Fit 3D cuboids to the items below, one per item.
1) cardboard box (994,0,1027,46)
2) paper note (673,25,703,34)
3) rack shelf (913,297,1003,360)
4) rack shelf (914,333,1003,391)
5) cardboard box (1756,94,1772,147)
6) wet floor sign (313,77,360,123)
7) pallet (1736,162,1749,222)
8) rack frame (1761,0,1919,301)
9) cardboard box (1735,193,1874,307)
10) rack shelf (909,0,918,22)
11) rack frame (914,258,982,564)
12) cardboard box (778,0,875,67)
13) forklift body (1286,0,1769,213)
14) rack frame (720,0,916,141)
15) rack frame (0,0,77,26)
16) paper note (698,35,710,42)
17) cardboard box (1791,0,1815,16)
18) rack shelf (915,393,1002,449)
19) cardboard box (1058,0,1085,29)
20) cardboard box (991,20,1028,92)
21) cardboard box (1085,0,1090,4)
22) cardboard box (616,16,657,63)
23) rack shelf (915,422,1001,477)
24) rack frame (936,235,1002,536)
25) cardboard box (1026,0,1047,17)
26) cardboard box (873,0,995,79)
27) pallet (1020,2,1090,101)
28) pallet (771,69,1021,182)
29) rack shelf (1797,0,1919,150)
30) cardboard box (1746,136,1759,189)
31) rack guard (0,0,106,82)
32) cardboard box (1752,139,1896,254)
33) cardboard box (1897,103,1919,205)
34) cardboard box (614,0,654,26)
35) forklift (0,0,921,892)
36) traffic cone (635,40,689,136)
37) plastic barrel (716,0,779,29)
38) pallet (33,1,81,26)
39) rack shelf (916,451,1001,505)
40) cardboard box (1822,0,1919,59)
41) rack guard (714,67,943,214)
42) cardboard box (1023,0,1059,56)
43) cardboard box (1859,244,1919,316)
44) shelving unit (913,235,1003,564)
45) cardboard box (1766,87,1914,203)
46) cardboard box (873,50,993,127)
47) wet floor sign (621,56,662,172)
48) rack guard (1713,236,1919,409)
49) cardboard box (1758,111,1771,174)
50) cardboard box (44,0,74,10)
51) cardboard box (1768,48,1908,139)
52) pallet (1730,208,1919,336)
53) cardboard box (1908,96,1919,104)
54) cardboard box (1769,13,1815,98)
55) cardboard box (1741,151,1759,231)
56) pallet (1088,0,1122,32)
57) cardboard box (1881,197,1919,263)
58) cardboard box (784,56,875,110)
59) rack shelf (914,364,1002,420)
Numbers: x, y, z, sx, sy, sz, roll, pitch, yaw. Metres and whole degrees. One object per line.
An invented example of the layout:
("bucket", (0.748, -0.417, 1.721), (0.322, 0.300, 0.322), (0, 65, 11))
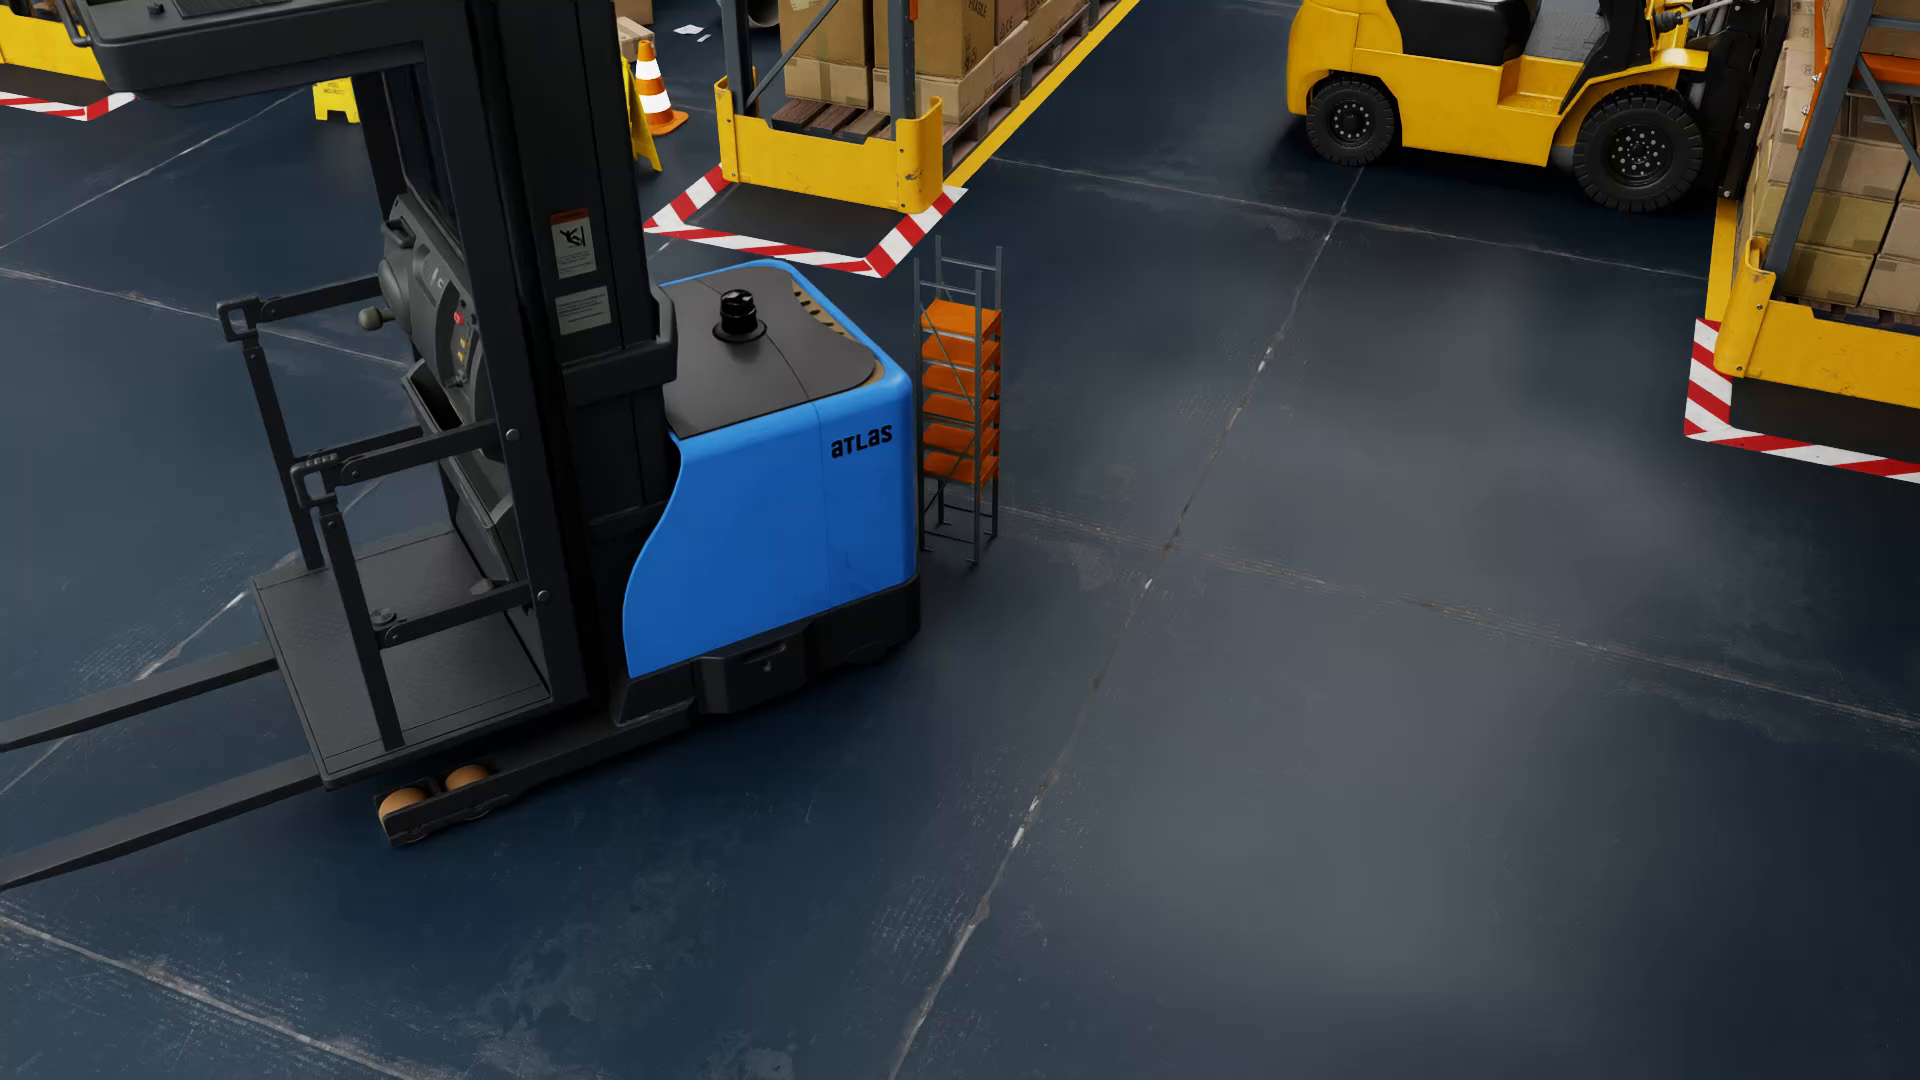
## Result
("cardboard box", (0.061, -3.090, 9.198), (0.500, 0.500, 0.500), (12, 39, 16))
("paper note", (-1.724, -3.254, 10.588), (0.148, 0.019, 0.142), (29, 45, 33))
("rack shelf", (-0.005, -0.725, 5.691), (0.258, 0.103, 0.180), (14, 39, 18))
("rack shelf", (-0.005, -0.629, 5.763), (0.258, 0.103, 0.180), (14, 39, 18))
("cardboard box", (4.161, -2.080, 8.056), (0.500, 0.250, 0.500), (13, 39, 17))
("wet floor sign", (-3.501, -2.697, 9.319), (0.267, 0.644, 0.232), (7, 37, 10))
("pallet", (4.605, -1.896, 8.610), (1.003, 0.211, 1.213), (14, 39, 18))
("rack frame", (3.887, -1.907, 6.296), (1.000, 3.000, 0.127), (14, 39, 18))
("cardboard box", (3.774, -1.306, 7.437), (0.500, 0.250, 0.500), (14, 39, 18))
("rack shelf", (0.056, -3.855, 9.502), (1.077, 0.370, 4.000), (14, 39, 18))
("rack frame", (-0.040, -0.422, 5.812), (0.240, 1.200, 0.006), (14, 39, 18))
("cardboard box", (-0.641, -2.906, 8.951), (0.500, 0.500, 0.500), (14, 39, 18))
("forklift body", (2.921, -3.032, 8.510), (2.313, 2.155, 1.214), (14, 39, 18))
("rack frame", (-0.705, -3.035, 7.806), (1.000, 3.000, 0.127), (14, 39, 18))
("rack frame", (-5.321, -4.107, 9.239), (1.000, 3.000, 0.127), (14, 39, 18))
("paper note", (-1.612, -3.162, 10.472), (0.032, 0.001, 0.123), (14, 39, 18))
("cardboard box", (4.345, -2.545, 8.260), (0.500, 0.250, 0.500), (13, 39, 17))
("rack shelf", (-0.005, -0.437, 5.907), (0.258, 0.103, 0.180), (14, 39, 18))
("cardboard box", (0.450, -3.351, 10.173), (0.500, 0.250, 0.500), (14, 39, 18))
("cardboard box", (0.059, -2.767, 9.392), (0.500, 0.250, 0.500), (15, 39, 19))
("cardboard box", (0.647, -3.631, 10.549), (0.500, 0.250, 0.500), (13, 39, 17))
("cardboard box", (-2.074, -3.079, 10.245), (0.250, 0.149, 0.380), (-25, 43, -29))
("rack shelf", (-0.006, -0.341, 5.979), (0.258, 0.103, 0.180), (14, 39, 18))
("rack frame", (0.029, -0.523, 5.948), (0.240, 1.200, 0.006), (14, 39, 18))
("cardboard box", (0.260, -3.366, 9.567), (0.500, 0.500, 0.500), (15, 39, 19))
("cardboard box", (-0.134, -2.800, 8.810), (0.500, 0.500, 0.500), (13, 39, 16))
("pallet", (0.132, -3.075, 10.188), (1.003, 0.211, 1.213), (14, 39, 18))
("pallet", (-0.334, -2.402, 9.288), (1.003, 0.211, 1.213), (14, 39, 18))
("rack shelf", (4.648, -2.726, 7.992), (1.077, 0.370, 4.000), (14, 39, 18))
("cardboard box", (4.170, -1.854, 8.171), (0.500, 0.250, 0.500), (14, 39, 18))
("rack guard", (-5.330, -3.093, 9.970), (1.175, 0.500, 0.348), (14, 39, 18))
("cardboard box", (3.783, -1.515, 7.299), (0.500, 0.250, 0.500), (13, 39, 17))
("cardboard box", (4.245, -1.597, 6.992), (0.500, 0.250, 0.500), (13, 39, 17))
("cardboard box", (-2.378, -3.585, 10.626), (0.797, 0.503, 0.637), (-11, 38, -14))
("forklift", (-1.668, -0.623, 4.635), (3.031, 2.935, 1.130), (-19, 41, -24))
("traffic cone", (-1.734, -2.551, 9.277), (0.336, 0.463, 0.334), (14, 39, 18))
("plastic barrel", (-1.319, -3.492, 10.568), (0.421, 0.421, 0.512), (-17, 40, -22))
("pallet", (-5.089, -3.451, 10.690), (1.003, 0.211, 1.213), (14, 39, 18))
("rack shelf", (-0.006, -0.245, 6.050), (0.258, 0.103, 0.180), (14, 39, 18))
("cardboard box", (3.831, -2.279, 6.710), (0.500, 0.500, 0.500), (13, 39, 17))
("rack guard", (-0.676, -2.076, 8.610), (1.175, 0.500, 0.348), (14, 39, 18))
("cardboard box", (0.255, -3.072, 9.800), (0.500, 0.250, 0.500), (16, 40, 21))
("cardboard box", (4.255, -1.201, 7.297), (0.500, 0.250, 0.500), (14, 39, 18))
("shelving unit", (-0.005, -0.473, 5.880), (0.258, 1.200, 0.189), (14, 39, 18))
("cardboard box", (3.774, -1.700, 7.130), (0.500, 0.250, 0.500), (15, 39, 19))
("cardboard box", (-0.142, -2.486, 9.016), (0.500, 0.250, 0.500), (14, 39, 17))
("wet floor sign", (-1.767, -2.231, 8.696), (0.267, 0.644, 0.232), (29, 45, 33))
("rack guard", (3.878, -0.892, 7.026), (1.175, 0.500, 0.348), (14, 39, 18))
("cardboard box", (3.984, -1.790, 7.667), (0.500, 0.250, 0.500), (13, 39, 17))
("cardboard box", (-5.124, -3.815, 10.272), (0.875, 0.875, 0.875), (14, 39, 18))
("cardboard box", (3.963, -1.984, 7.510), (0.500, 0.250, 0.500), (15, 39, 19))
("pallet", (4.139, -1.223, 7.710), (1.003, 0.211, 1.213), (14, 39, 18))
("cardboard box", (4.432, -1.875, 7.363), (0.500, 0.250, 0.500), (14, 39, 18))
("cardboard box", (4.145, -2.266, 7.887), (0.500, 0.250, 0.500), (14, 39, 18))
("cardboard box", (3.972, -1.579, 7.803), (0.500, 0.250, 0.500), (14, 39, 18))
("pallet", (0.594, -3.753, 11.095), (1.003, 0.211, 1.213), (14, 39, 18))
("cardboard box", (4.258, -1.387, 7.128), (0.500, 0.250, 0.500), (15, 39, 19))
("cardboard box", (-0.637, -2.624, 9.202), (0.500, 0.250, 0.500), (14, 39, 18))
("rack shelf", (-0.005, -0.533, 5.835), (0.258, 0.103, 0.180), (14, 39, 18))
